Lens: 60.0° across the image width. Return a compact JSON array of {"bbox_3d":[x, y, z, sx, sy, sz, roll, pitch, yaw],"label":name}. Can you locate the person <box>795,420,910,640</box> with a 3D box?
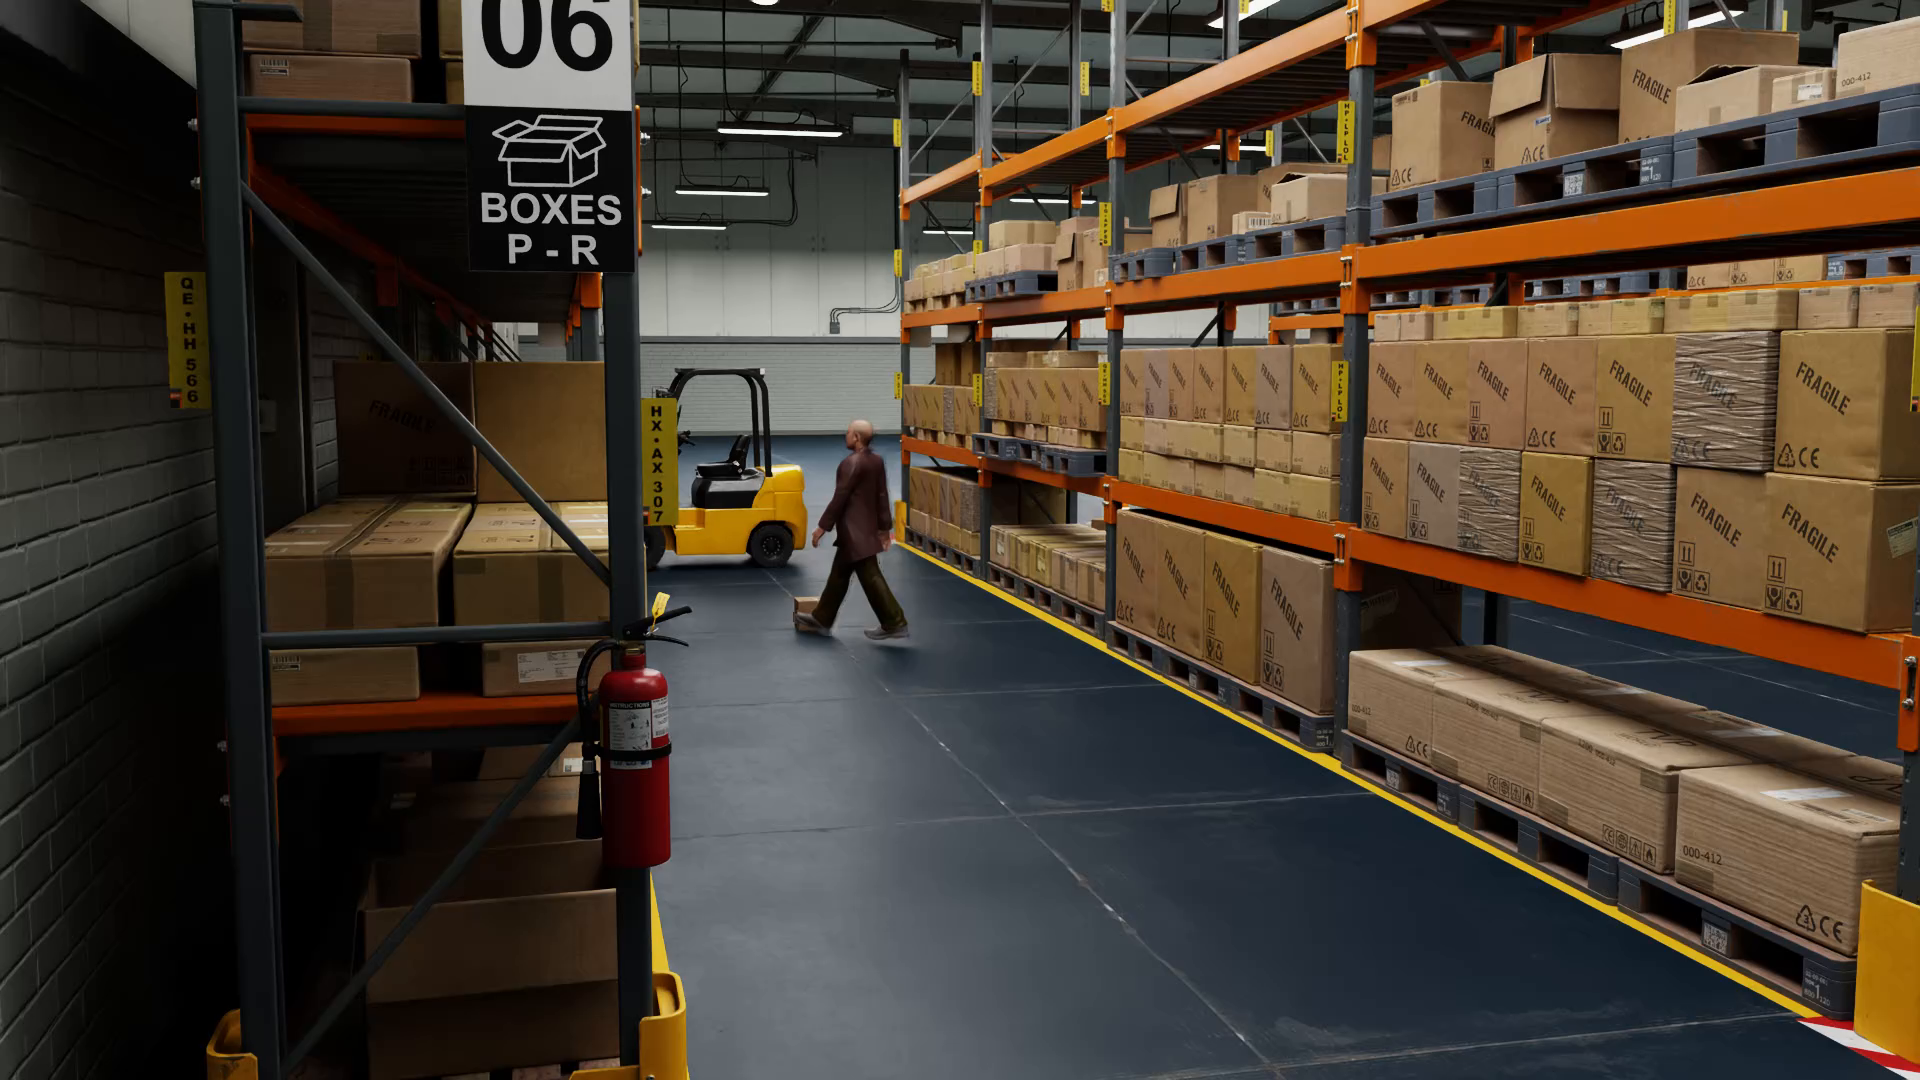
[{"bbox_3d":[-0.883,-0.087,13.168,1.076,1.728,0.630,2,6,19],"label":"person"}]
